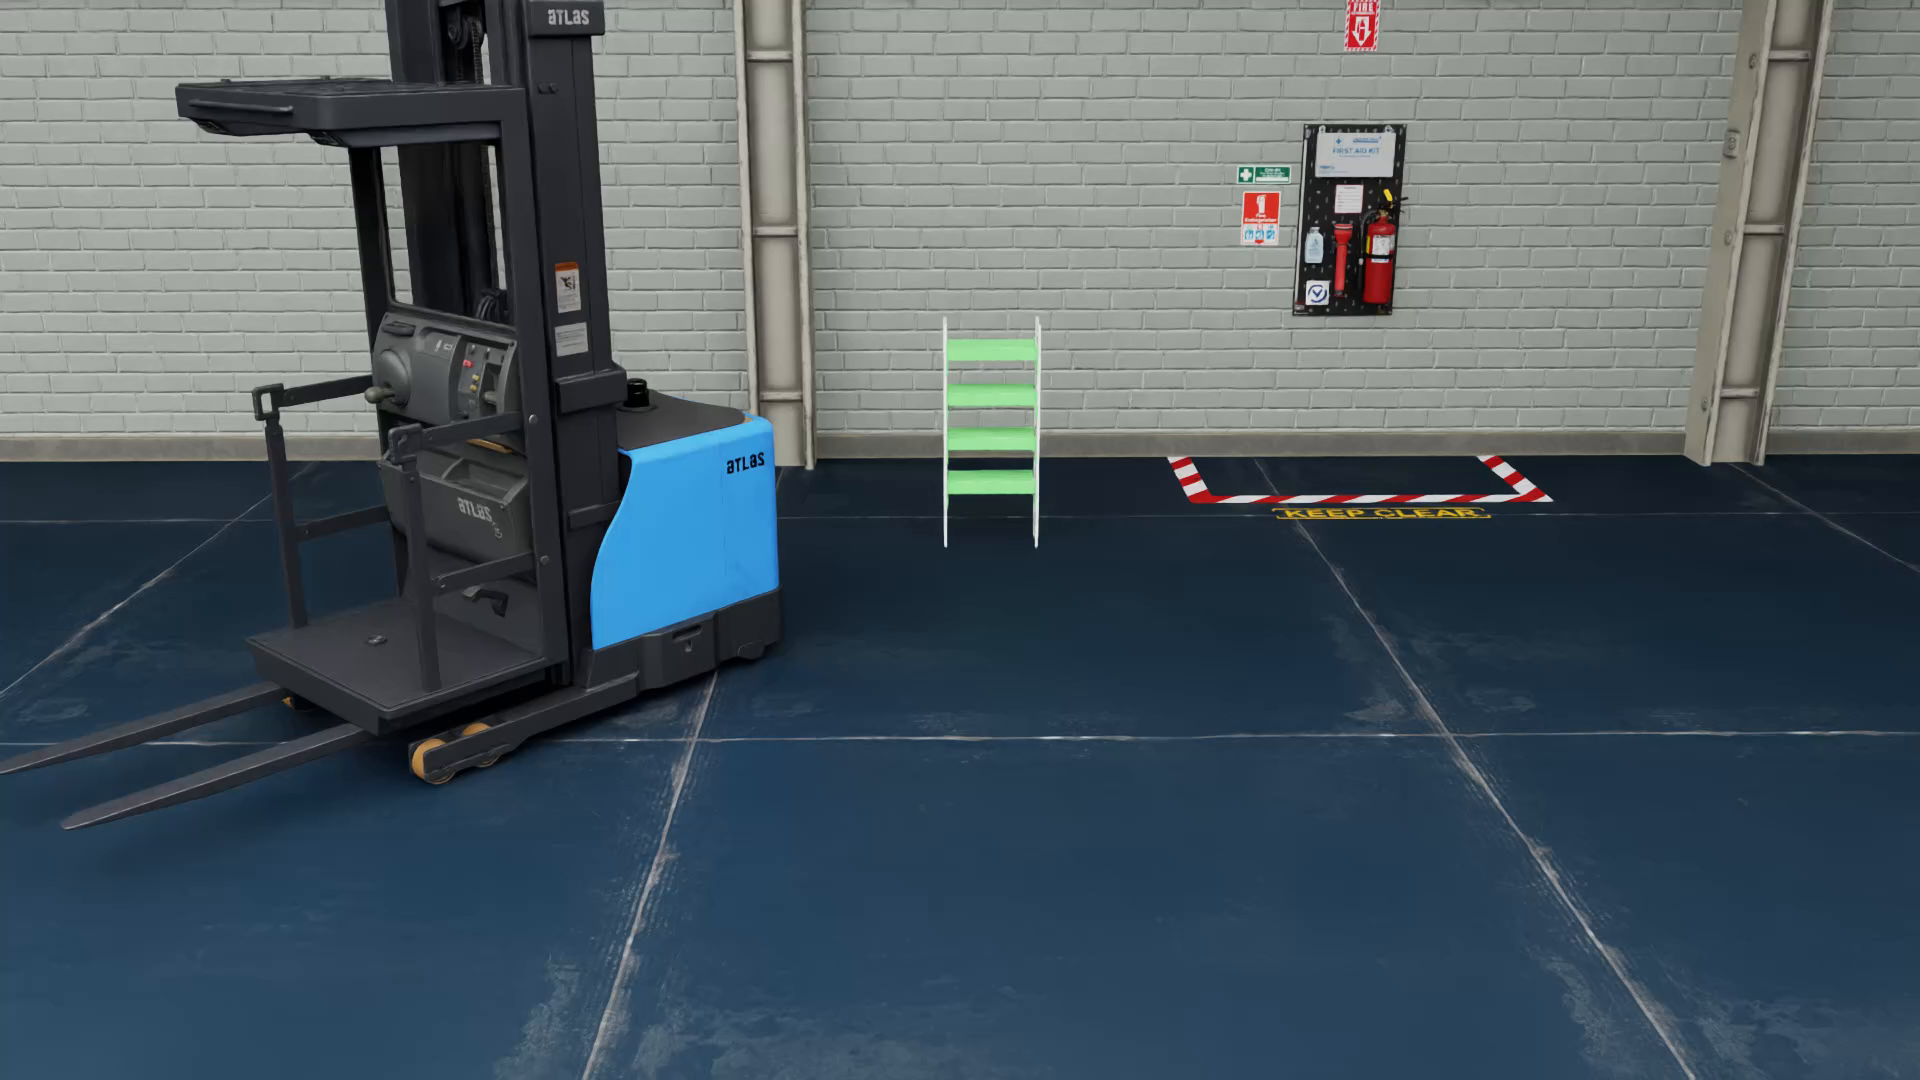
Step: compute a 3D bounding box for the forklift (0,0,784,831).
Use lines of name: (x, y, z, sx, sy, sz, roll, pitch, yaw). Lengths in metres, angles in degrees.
forklift: (-2.143, -0.658, 6.301, 1.130, 2.935, 3.031, 15, 23, 39)

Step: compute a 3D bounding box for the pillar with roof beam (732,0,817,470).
pillar with roof beam: (-1.047, -3.457, 5.093, 0.400, 9.000, 9.100, 0, 18, -1)

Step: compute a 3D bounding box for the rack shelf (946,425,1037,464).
rack shelf: (0.166, -0.511, 8.886, 0.480, 0.148, 0.258, 0, 18, -1)

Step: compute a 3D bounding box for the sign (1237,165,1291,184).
sign: (1.863, -2.239, 10.192, 0.331, 0.109, 0.001, 0, 18, -1)

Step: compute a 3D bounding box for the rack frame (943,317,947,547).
rack frame: (-0.078, -0.571, 8.863, 0.015, 1.200, 0.240, 0, 18, -1)

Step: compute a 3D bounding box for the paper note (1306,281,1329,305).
paper note: (2.235, -1.545, 10.395, 0.142, 0.148, 0.016, 0, 18, -1)

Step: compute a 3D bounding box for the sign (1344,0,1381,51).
sign: (2.404, -3.078, 9.938, 0.199, 0.298, 0.001, 0, 18, -1)

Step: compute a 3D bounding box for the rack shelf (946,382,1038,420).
rack shelf: (0.166, -0.740, 8.813, 0.480, 0.148, 0.258, 0, 18, -1)

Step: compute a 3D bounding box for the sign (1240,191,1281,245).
sign: (1.859, -1.990, 10.281, 0.234, 0.329, 0.001, 0, 18, -1)

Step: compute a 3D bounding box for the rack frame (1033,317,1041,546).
rack frame: (0.409, -0.573, 8.870, 0.015, 1.200, 0.240, 0, 18, -1)

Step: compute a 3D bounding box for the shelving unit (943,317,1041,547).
shelving unit: (0.166, -0.572, 8.867, 0.503, 1.200, 0.258, 0, 18, -1)

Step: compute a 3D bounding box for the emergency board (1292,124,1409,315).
emergency board: (2.413, -1.944, 10.197, 0.643, 1.169, 0.194, 0, 18, -1)

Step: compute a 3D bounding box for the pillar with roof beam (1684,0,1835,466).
pillar with roof beam: (4.953, -3.486, 5.183, 0.400, 9.000, 9.100, 0, 18, -1)

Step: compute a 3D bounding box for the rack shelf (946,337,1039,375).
rack shelf: (0.166, -0.968, 8.740, 0.480, 0.148, 0.258, 0, 18, -1)

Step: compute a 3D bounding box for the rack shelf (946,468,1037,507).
rack shelf: (0.166, -0.283, 8.960, 0.480, 0.148, 0.258, 0, 18, -1)
